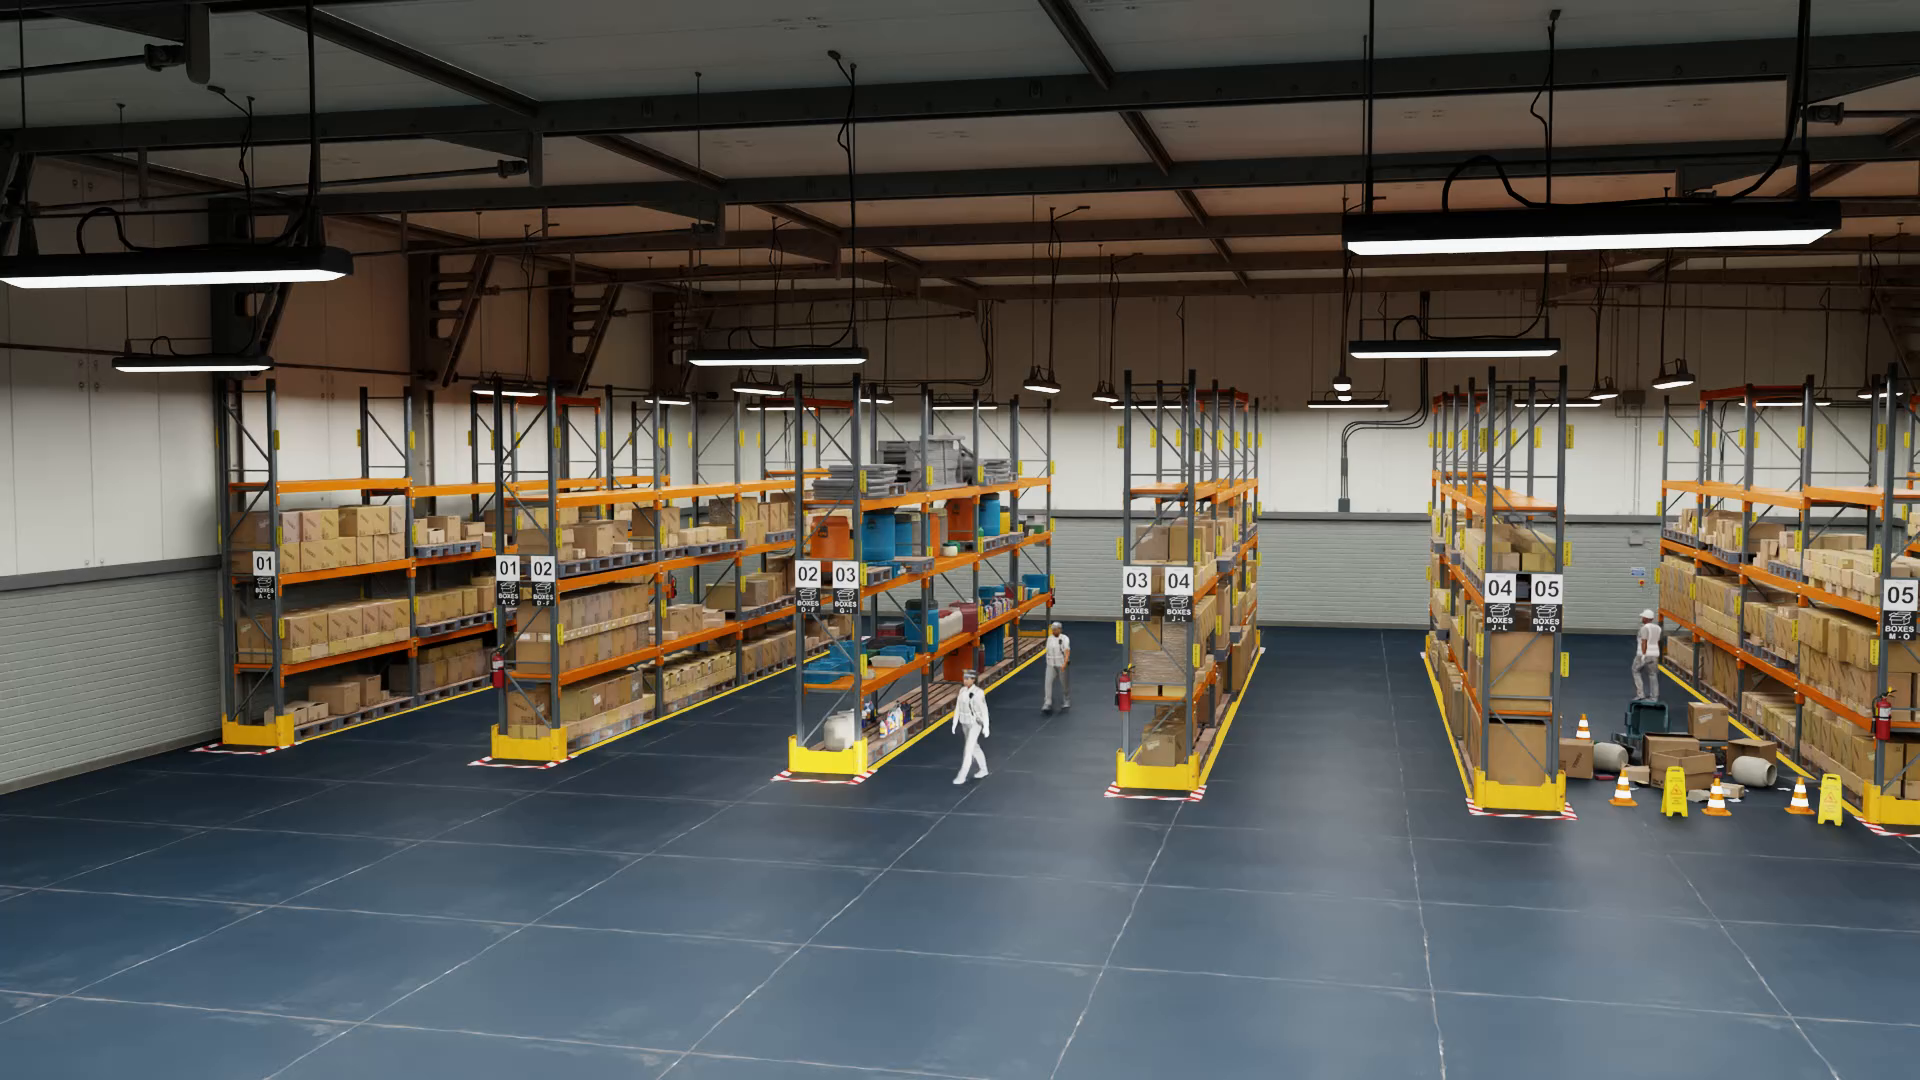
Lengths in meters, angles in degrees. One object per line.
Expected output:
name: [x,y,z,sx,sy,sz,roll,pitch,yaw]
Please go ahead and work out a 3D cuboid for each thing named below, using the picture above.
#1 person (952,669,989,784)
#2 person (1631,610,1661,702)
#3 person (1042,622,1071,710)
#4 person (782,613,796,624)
person: [0.106,2.700,24.302,0.904,1.637,0.525,-3,5,-42]
person: [13.090,2.222,31.554,0.537,1.790,0.530,0,3,-7]
person: [1.793,2.325,30.805,0.501,1.611,0.949,2,4,24]
person: [-4.425,1.486,44.304,1.084,1.710,0.529,3,4,40]
